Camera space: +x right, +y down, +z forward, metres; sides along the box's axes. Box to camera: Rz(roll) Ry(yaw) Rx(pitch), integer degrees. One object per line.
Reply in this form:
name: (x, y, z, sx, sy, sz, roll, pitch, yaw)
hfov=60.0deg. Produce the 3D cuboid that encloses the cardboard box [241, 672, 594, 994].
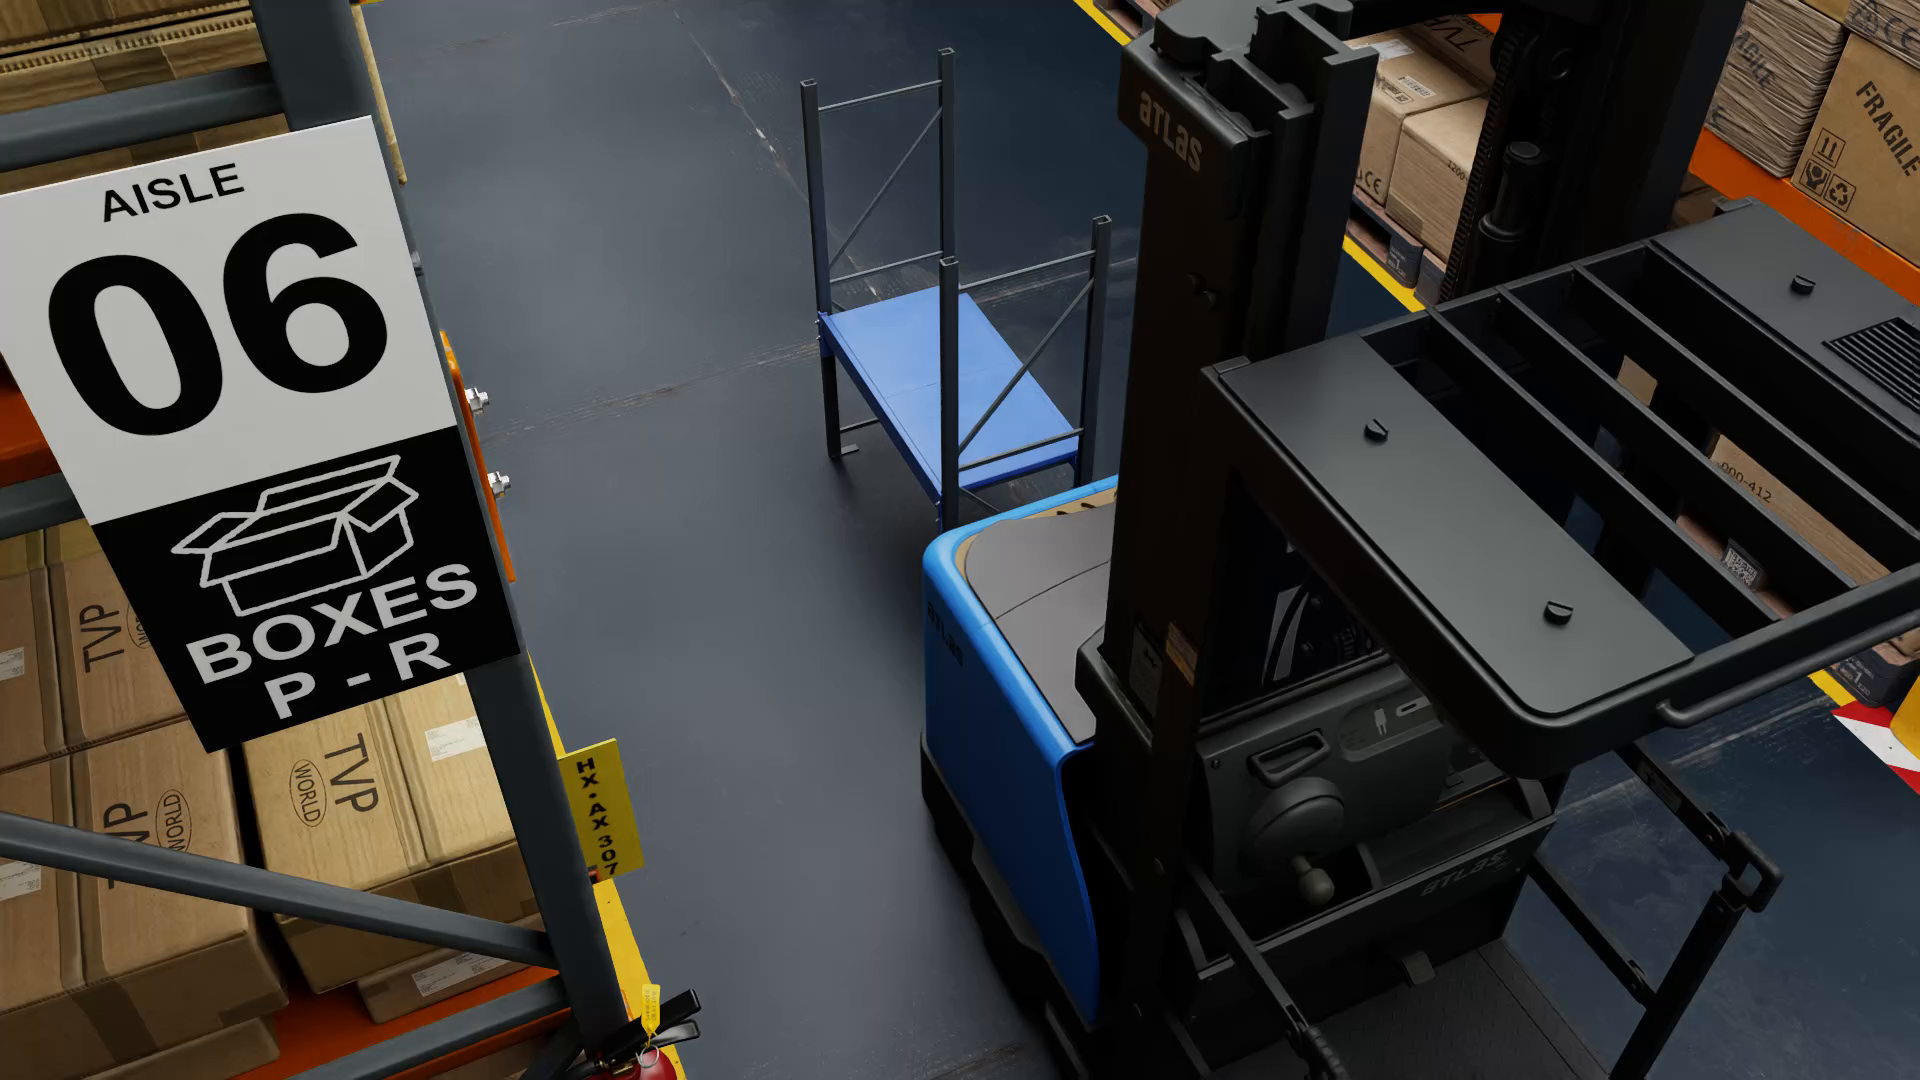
cardboard box: (-0.995, 0.473, 3.030, 0.500, 0.250, 0.500, -18, 47, -17)

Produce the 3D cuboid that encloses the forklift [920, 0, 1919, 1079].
forklift: (0.976, 0.507, 3.149, 1.130, 2.935, 3.031, -19, 48, -18)

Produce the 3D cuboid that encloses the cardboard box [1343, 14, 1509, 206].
cardboard box: (1.938, -1.929, 7.095, 0.875, 0.438, 0.875, -19, 48, -18)

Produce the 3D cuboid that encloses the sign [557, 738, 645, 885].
sign: (-0.556, 0.425, 2.567, 0.100, 0.325, 0.005, -18, 47, -17)

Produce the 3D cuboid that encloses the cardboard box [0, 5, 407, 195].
cardboard box: (-0.987, -0.590, 1.972, 0.500, 0.250, 0.500, -19, 48, -18)

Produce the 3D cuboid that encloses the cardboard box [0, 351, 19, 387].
cardboard box: (-0.971, -0.356, 2.019, 0.380, 0.149, 0.250, -17, 47, -17)

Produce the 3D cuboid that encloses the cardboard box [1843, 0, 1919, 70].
cardboard box: (2.789, -1.527, 4.379, 0.500, 0.500, 0.500, -18, 47, -17)

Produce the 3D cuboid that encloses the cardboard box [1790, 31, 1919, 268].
cardboard box: (2.813, -1.164, 4.722, 0.500, 0.500, 0.500, -19, 48, -18)

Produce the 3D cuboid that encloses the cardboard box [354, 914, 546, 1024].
cardboard box: (-0.938, 0.693, 3.091, 0.380, 0.149, 0.250, -18, 48, -18)

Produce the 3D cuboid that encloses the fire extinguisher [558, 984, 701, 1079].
fire extinguisher: (-0.567, 1.011, 2.910, 0.296, 0.674, 0.183, -18, 47, -17)

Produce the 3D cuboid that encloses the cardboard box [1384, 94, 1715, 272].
cardboard box: (2.315, -1.359, 6.517, 0.875, 0.438, 0.875, -19, 48, -19)

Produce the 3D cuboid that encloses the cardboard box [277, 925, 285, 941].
cardboard box: (-1.482, 0.671, 3.113, 0.380, 0.149, 0.250, -17, 47, -16)

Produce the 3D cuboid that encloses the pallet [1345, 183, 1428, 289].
pallet: (2.021, -1.623, 7.245, 1.003, 0.211, 1.213, -18, 47, -17)

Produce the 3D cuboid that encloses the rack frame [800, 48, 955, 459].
rack frame: (-0.250, -0.912, 5.607, 0.500, 1.500, 0.032, -18, 47, -17)

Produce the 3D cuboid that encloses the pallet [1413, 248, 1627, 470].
pallet: (2.537, -0.845, 6.456, 1.003, 0.211, 1.213, -18, 47, -17)

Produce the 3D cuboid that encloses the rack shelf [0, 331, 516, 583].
rack shelf: (-1.889, -1.192, 3.199, 1.077, 0.370, 4.000, -18, 47, -17)

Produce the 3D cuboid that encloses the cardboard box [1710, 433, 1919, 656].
cardboard box: (3.085, -0.203, 5.345, 0.875, 0.438, 0.875, -20, 48, -19)

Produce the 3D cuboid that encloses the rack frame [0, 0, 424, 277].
rack frame: (-1.048, -1.242, 0.602, 1.000, 3.000, 0.127, -18, 47, -17)

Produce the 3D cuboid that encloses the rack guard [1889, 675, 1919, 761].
rack guard: (3.464, 0.331, 5.059, 1.175, 0.500, 0.348, -18, 47, -17)

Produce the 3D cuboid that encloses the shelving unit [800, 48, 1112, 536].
shelving unit: (-0.036, -0.588, 5.278, 0.538, 1.500, 1.048, -18, 47, -17)

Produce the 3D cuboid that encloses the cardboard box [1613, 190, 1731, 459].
cardboard box: (2.693, -0.784, 5.934, 0.875, 0.438, 0.875, -17, 47, -16)

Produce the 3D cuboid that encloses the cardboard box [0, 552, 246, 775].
cardboard box: (-1.698, 0.298, 3.208, 0.500, 0.250, 0.500, -18, 47, -17)

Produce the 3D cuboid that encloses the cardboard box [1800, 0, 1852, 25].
cardboard box: (2.584, -1.843, 4.700, 0.500, 0.500, 0.500, -18, 47, -18)

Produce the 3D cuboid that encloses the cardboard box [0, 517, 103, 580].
cardboard box: (-1.902, -0.019, 3.529, 0.500, 0.250, 0.500, -17, 47, -16)

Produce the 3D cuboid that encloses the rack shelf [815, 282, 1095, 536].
rack shelf: (-0.036, -0.460, 5.405, 0.538, 0.185, 1.000, -18, 47, -17)

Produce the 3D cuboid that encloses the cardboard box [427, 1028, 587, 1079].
cardboard box: (-1.219, 1.215, 3.861, 0.797, 0.503, 0.637, -20, 48, -19)

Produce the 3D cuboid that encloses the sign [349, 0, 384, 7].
sign: (-0.556, -0.645, 1.511, 0.100, 0.325, 0.005, -18, 47, -17)

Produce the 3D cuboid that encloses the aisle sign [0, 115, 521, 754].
aisle sign: (-0.753, -0.075, 1.839, 0.394, 0.787, 0.004, -18, 47, -17)

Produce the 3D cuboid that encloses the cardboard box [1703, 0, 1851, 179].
cardboard box: (2.588, -1.489, 5.052, 0.500, 0.500, 0.500, -17, 47, -16)

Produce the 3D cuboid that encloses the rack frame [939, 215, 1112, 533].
rack frame: (0.178, -0.264, 4.950, 0.500, 1.500, 0.032, -18, 47, -17)

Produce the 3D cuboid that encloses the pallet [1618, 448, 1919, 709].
pallet: (3.047, -0.068, 5.669, 1.003, 0.211, 1.213, -18, 47, -17)

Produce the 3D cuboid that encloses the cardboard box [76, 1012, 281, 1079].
cardboard box: (-1.431, 0.851, 2.931, 0.380, 0.149, 0.250, -19, 48, -18)

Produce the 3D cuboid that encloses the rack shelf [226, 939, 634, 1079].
rack shelf: (-1.889, -0.125, 4.253, 1.077, 0.370, 4.000, -18, 47, -17)

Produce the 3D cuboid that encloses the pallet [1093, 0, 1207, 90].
pallet: (1.379, -2.600, 8.235, 1.003, 0.211, 1.213, -18, 47, -17)

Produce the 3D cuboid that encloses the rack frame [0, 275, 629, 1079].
rack frame: (-1.048, 0.894, 2.709, 1.000, 3.000, 0.127, -18, 47, -17)

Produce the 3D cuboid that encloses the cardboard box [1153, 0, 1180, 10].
cardboard box: (1.439, -2.888, 7.755, 0.875, 0.875, 0.875, -17, 47, -16)

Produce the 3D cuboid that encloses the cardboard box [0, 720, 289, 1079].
cardboard box: (-1.483, 0.626, 2.874, 0.500, 0.250, 0.500, -17, 47, -16)
